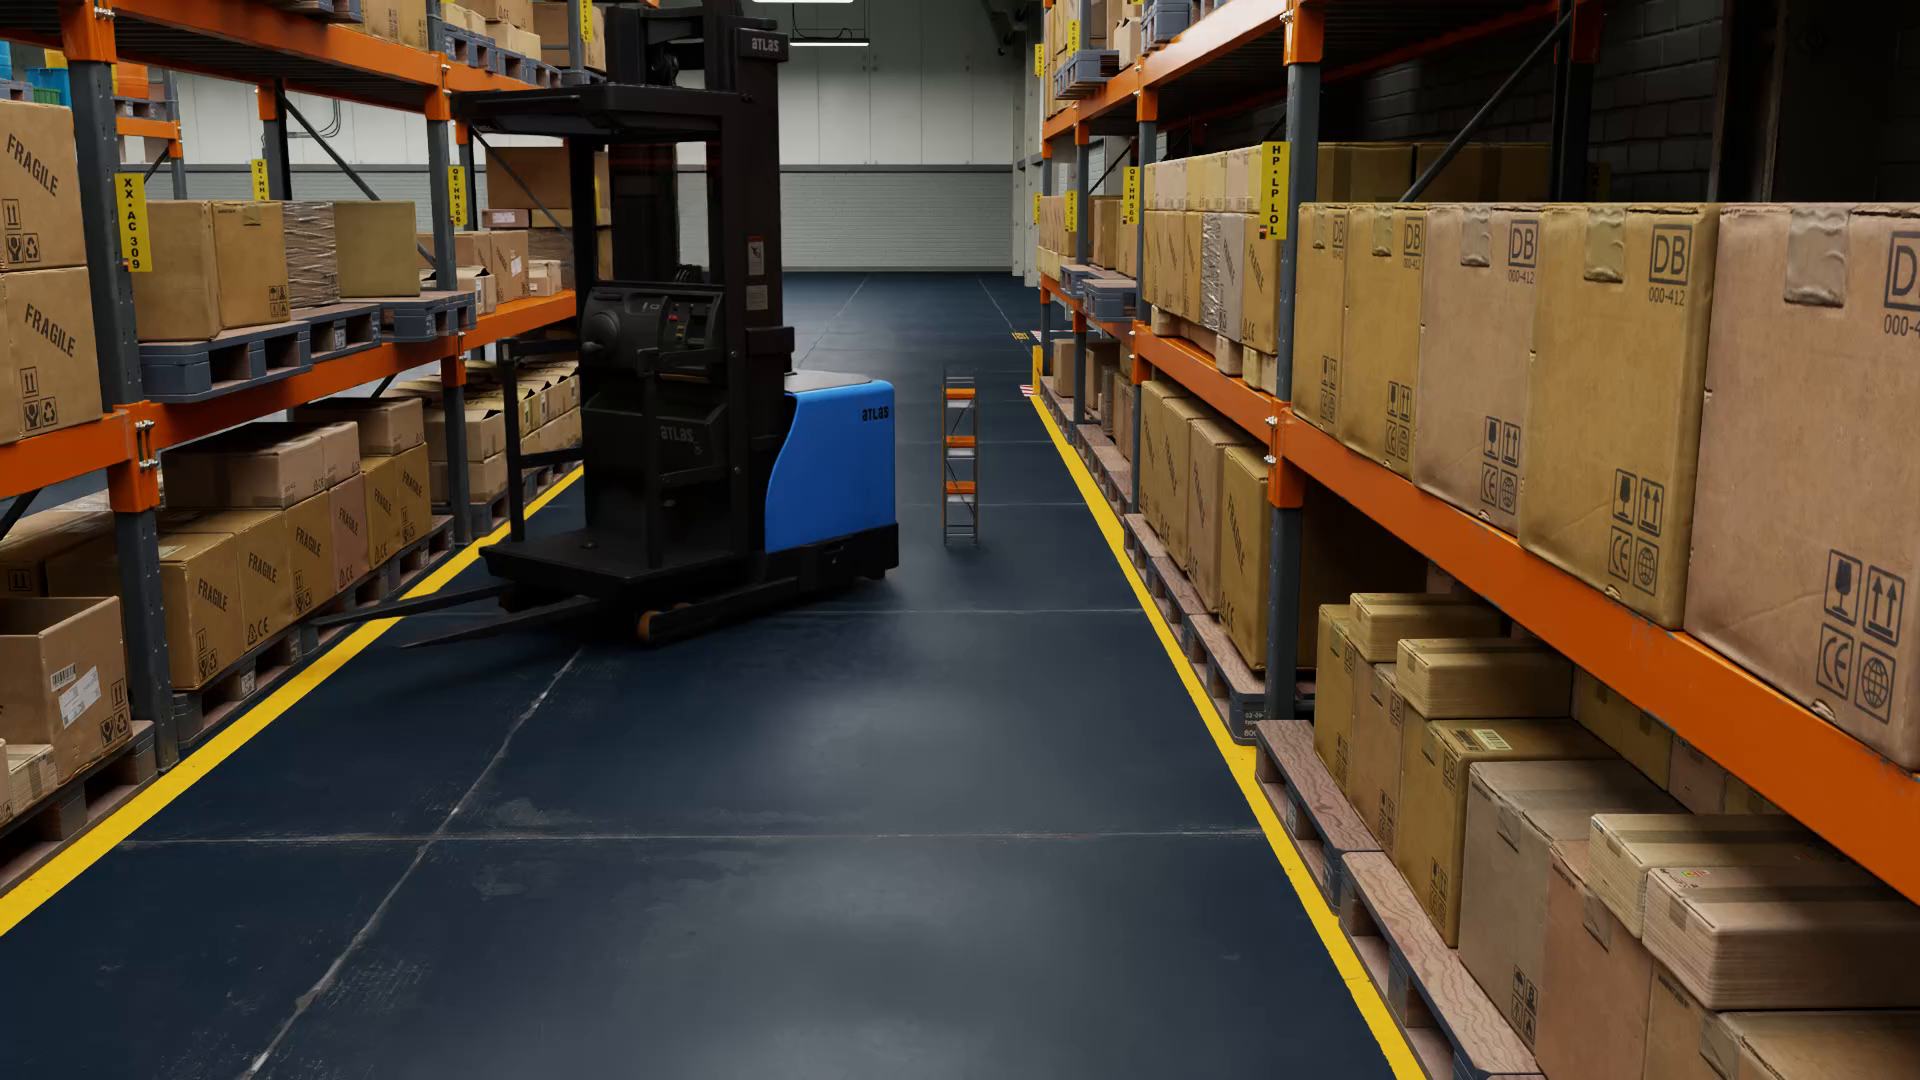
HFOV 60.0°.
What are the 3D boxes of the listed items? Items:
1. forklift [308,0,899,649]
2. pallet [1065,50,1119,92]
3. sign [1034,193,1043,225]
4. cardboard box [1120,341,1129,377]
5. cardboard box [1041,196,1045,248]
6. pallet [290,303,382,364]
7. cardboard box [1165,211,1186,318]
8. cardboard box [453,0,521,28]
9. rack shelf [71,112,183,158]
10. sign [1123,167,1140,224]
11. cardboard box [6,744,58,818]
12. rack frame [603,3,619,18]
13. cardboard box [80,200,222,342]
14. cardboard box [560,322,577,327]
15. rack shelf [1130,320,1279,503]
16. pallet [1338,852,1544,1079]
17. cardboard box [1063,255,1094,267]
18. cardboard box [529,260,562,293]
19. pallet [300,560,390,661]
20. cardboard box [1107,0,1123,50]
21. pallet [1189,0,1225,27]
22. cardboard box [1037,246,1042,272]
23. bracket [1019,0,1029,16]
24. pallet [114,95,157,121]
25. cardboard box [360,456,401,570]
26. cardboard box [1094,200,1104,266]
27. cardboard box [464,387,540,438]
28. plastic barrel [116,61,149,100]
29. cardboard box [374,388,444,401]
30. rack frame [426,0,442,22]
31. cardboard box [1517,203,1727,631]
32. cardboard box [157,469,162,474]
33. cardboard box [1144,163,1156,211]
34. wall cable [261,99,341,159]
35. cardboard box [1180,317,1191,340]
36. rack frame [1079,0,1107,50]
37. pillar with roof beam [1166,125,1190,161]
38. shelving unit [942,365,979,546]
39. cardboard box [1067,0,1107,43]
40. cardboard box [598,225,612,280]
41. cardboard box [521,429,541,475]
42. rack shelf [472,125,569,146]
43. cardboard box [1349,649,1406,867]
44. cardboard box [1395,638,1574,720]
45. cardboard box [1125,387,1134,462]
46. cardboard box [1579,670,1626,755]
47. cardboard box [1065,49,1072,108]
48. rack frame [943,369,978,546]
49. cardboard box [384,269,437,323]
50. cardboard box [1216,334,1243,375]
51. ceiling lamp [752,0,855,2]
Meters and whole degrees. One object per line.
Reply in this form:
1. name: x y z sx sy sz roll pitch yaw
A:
1. forklift: -1.628 -1.058 7.900 1.130 2.935 3.031 9 14 37
2. pallet: 1.381 -3.303 11.722 1.213 0.211 1.003 0 11 -1
3. sign: 0.825 -3.471 17.447 0.100 0.325 0.005 0 11 -1
4. cardboard box: 1.495 -1.378 12.603 0.500 0.250 0.500 0 11 -2
5. cardboard box: 1.077 -3.159 16.525 0.500 0.500 0.500 0 11 -1
6. pallet: -3.375 -0.957 7.716 1.003 0.211 1.213 0 11 -1
7. cardboard box: 1.298 -1.363 8.184 0.500 0.500 0.500 0 11 -1
8. cardboard box: -3.494 -3.967 11.959 0.500 0.500 0.500 1 12 4
9. rack shelf: -8.496 -3.728 15.157 1.077 0.370 4.000 0 11 -1
10. sign: 0.991 -1.983 9.578 0.100 0.325 0.005 0 11 -1
11. cardboard box: -2.974 0.725 5.004 0.380 0.149 0.250 0 11 -1
12. rack frame: -3.585 -5.968 16.844 1.000 3.000 0.127 0 11 -1
13. cardboard box: -3.123 -0.993 6.100 0.700 0.500 0.500 -4 12 -20
14. cardboard box: -3.217 -1.652 14.629 0.500 0.500 0.500 0 11 -1
15. rack shelf: 1.574 -0.709 7.818 1.077 0.370 4.000 0 11 -1
16. pallet: 1.581 1.097 4.119 1.003 0.211 1.213 0 11 -1
17. cardboard box: 1.137 -2.283 14.096 0.500 0.250 0.500 0 11 -1
18. cardboard box: -3.448 -2.062 13.055 0.500 0.250 0.500 0 11 2
19. pallet: -3.420 0.319 7.954 1.003 0.211 1.213 0 11 -1
20. cardboard box: 1.382 -3.870 12.738 0.500 0.500 0.500 1 12 7
21. pallet: 1.625 -2.486 7.701 1.003 0.211 1.213 0 11 1
22. cardboard box: 1.060 -2.887 17.073 0.500 0.250 0.500 -1 11 -3
23. bracket: 1.458 -11.792 36.499 0.076 0.066 4.783 0 11 -1
24. pallet: -8.618 -4.221 16.252 1.003 0.211 1.213 0 11 -1
25. cardboard box: -3.155 -0.141 8.388 0.500 0.500 0.500 -1 11 -3
26. cardboard box: 1.427 -2.417 13.072 0.700 0.500 0.500 0 11 -1
27. cardboard box: -3.164 -0.882 11.311 0.500 0.311 0.500 -1 11 -3
28. plastic barrel: -8.400 -4.799 16.488 0.600 0.830 0.708 0 11 -1
29. cardboard box: -3.702 -0.878 11.290 0.500 0.311 0.500 0 11 -2
30. rack frame: -3.420 -4.378 9.005 1.000 3.000 0.127 0 11 -1
31. cardboard box: 1.651 -0.262 3.050 0.980 0.700 0.700 0 11 -2
32. cardboard box: -3.674 -0.133 8.350 0.500 0.500 0.500 0 11 -2
33. cardboard box: 1.285 -1.934 9.112 0.500 0.250 0.500 0 11 0
34. wall cable: -19.113 -13.981 47.788 2.305 6.003 0.169 0 11 -1
35. cardboard box: 1.354 -1.126 8.649 0.380 0.149 0.250 0 11 -2
36. rack frame: 1.450 -5.194 13.029 1.000 3.000 0.127 0 11 -1
37. pillar with roof beam: -2.057 -5.836 16.192 9.100 9.000 0.400 0 11 -1
38. shelving unit: 0.001 -0.504 9.902 0.215 1.050 0.252 0 11 -1
39. cardboard box: 1.169 -4.371 13.701 0.500 0.500 0.500 -1 12 -6
40. cardboard box: -3.542 -2.575 14.954 0.700 0.500 0.500 0 11 0
41. cardboard box: -3.165 -0.605 11.354 0.500 0.250 0.500 -1 11 -3
42. rack shelf: -3.544 -3.748 15.254 1.077 0.370 4.000 0 11 -1
43. cardboard box: 1.536 0.604 4.766 0.700 0.500 0.500 0 11 -2
44. cardboard box: 1.364 0.359 4.343 0.380 0.149 0.250 -1 11 -3
45. cardboard box: 1.533 -0.794 11.608 0.700 0.500 0.500 0 11 -1
46. cardboard box: 1.754 0.416 4.065 0.380 0.149 0.250 0 11 -2
47. cardboard box: 1.195 -3.983 14.301 0.500 0.500 0.500 -1 12 -6
48. rack frame: 0.004 -0.480 9.783 0.200 1.050 0.008 0 11 -1
49. cardboard box: -3.384 -1.467 9.968 0.500 0.311 0.500 0 11 2
50. cardboard box: 1.272 -0.771 6.894 0.380 0.149 0.250 0 11 -1
51. ceiling lamp: -3.064 -12.078 32.281 2.000 3.185 0.800 0 11 -1
